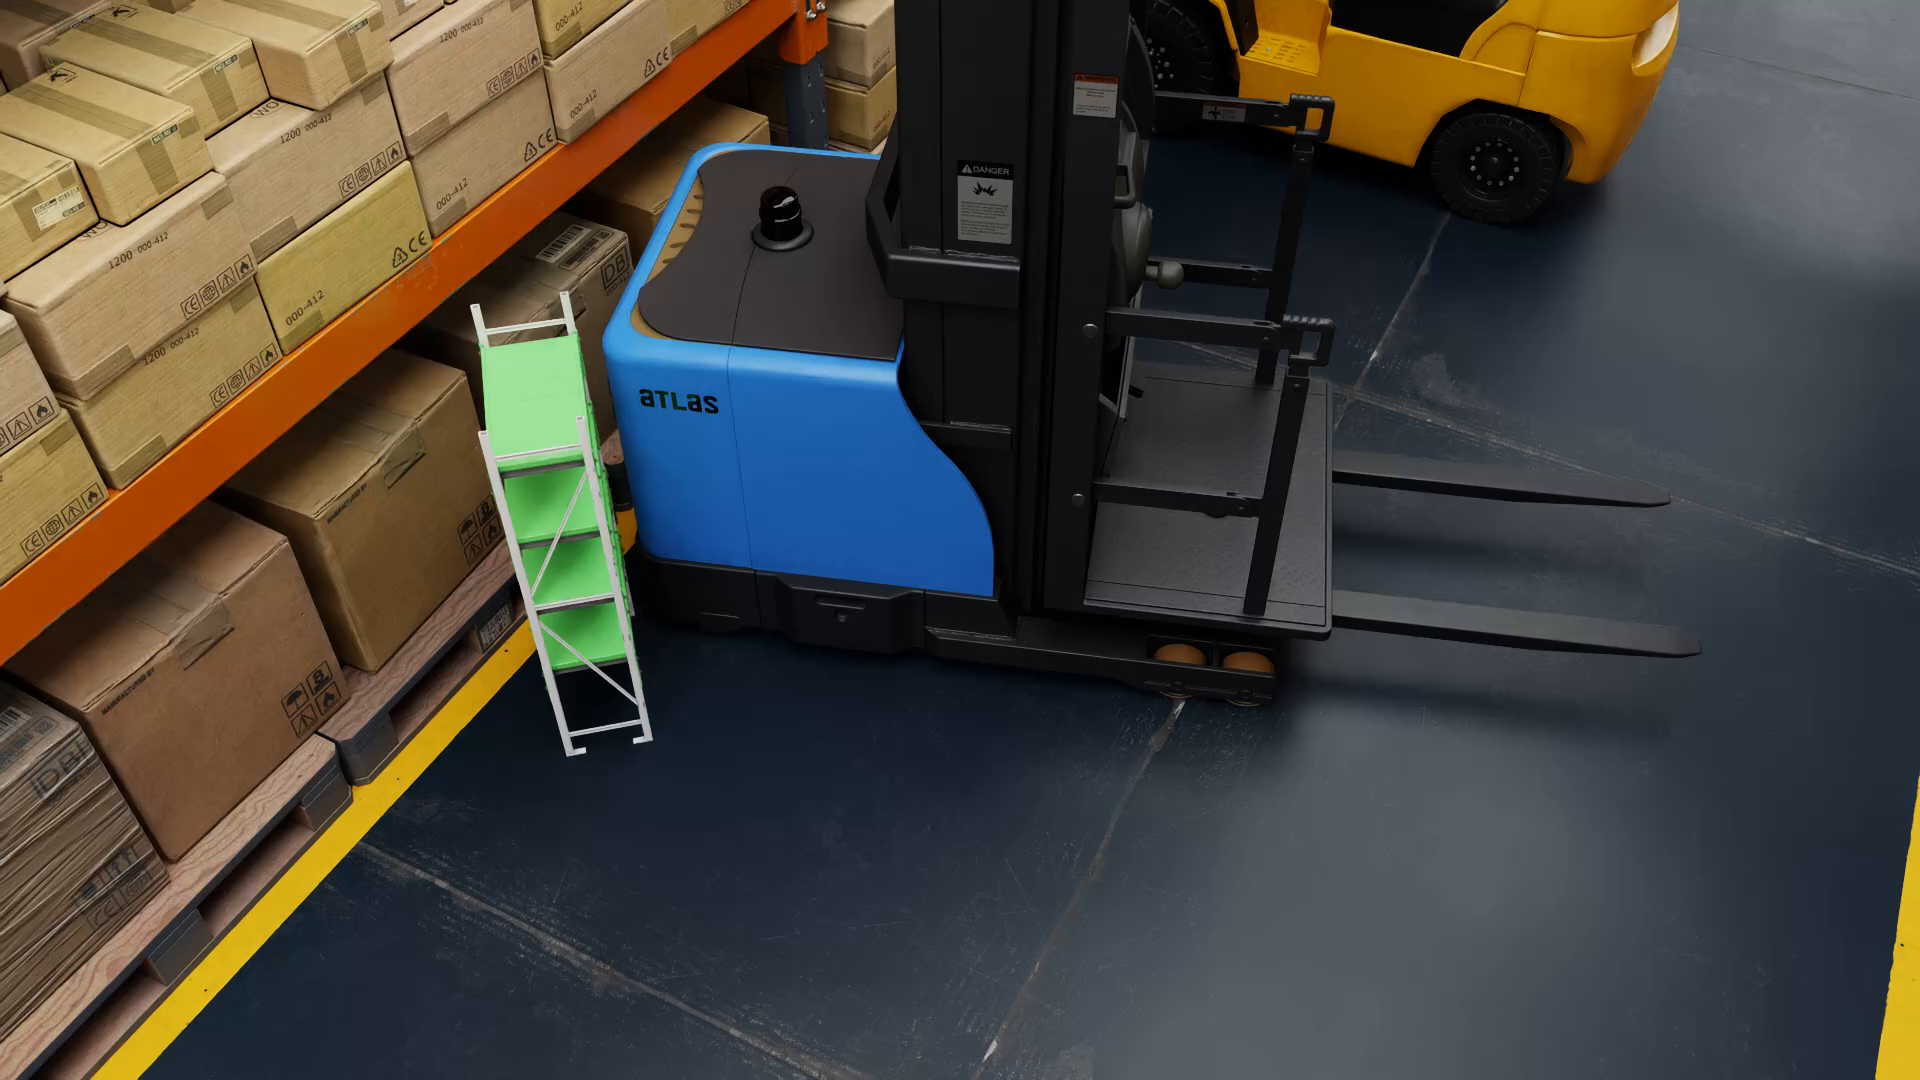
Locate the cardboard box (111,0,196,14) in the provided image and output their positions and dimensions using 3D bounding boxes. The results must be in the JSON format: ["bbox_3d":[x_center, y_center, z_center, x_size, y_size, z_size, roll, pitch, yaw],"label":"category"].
[{"bbox_3d":[-2.029,-1.324,3.923,0.380,0.149,0.250,21,49,19],"label":"cardboard box"}]

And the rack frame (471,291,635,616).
[{"bbox_3d":[-1.101,-0.178,4.583,0.240,1.200,0.015,-10,46,-10],"label":"rack frame"}]

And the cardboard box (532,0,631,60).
[{"bbox_3d":[-1.161,-1.559,4.436,0.500,0.250,0.500,19,48,18],"label":"cardboard box"}]

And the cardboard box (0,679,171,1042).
[{"bbox_3d":[-2.482,0.662,3.861,0.875,0.625,0.625,22,49,20],"label":"cardboard box"}]

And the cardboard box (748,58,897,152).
[{"bbox_3d":[-0.429,-1.716,6.124,0.500,0.250,0.500,20,49,19],"label":"cardboard box"}]

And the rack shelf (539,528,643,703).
[{"bbox_3d":[-1.043,0.204,4.632,0.258,0.148,0.480,-10,46,-10],"label":"rack shelf"}]

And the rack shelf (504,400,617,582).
[{"bbox_3d":[-1.043,-0.133,4.291,0.258,0.148,0.480,-10,46,-10],"label":"rack shelf"}]

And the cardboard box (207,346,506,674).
[{"bbox_3d":[-1.874,-0.176,4.690,0.875,0.625,0.625,19,48,17],"label":"cardboard box"}]

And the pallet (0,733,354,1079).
[{"bbox_3d":[-2.367,0.838,4.273,1.003,0.211,1.213,20,49,19],"label":"pallet"}]

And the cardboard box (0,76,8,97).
[{"bbox_3d":[-2.331,-1.018,3.620,0.380,0.149,0.250,20,49,18],"label":"cardboard box"}]

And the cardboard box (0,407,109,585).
[{"bbox_3d":[-2.124,-0.098,3.343,0.500,0.250,0.500,19,48,18],"label":"cardboard box"}]

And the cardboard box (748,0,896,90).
[{"bbox_3d":[-0.425,-1.890,5.944,0.500,0.250,0.500,20,49,18],"label":"cardboard box"}]

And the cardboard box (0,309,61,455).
[{"bbox_3d":[-2.128,-0.274,3.165,0.500,0.250,0.500,22,49,20],"label":"cardboard box"}]

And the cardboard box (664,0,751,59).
[{"bbox_3d":[-0.929,-1.700,4.927,0.500,0.250,0.500,22,49,20],"label":"cardboard box"}]

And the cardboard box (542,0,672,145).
[{"bbox_3d":[-1.158,-1.381,4.612,0.500,0.250,0.500,20,49,19],"label":"cardboard box"}]

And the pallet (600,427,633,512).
[{"bbox_3d":[-1.235,-0.699,5.793,1.003,0.211,1.213,20,49,19],"label":"pallet"}]

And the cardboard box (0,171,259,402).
[{"bbox_3d":[-1.869,-0.597,3.485,0.500,0.250,0.500,19,48,18],"label":"cardboard box"}]

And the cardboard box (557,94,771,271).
[{"bbox_3d":[-1.159,-1.137,5.639,0.875,0.625,0.625,23,50,21],"label":"cardboard box"}]

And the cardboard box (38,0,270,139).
[{"bbox_3d":[-1.750,-1.016,3.618,0.380,0.149,0.250,20,49,19],"label":"cardboard box"}]

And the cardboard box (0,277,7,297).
[{"bbox_3d":[-2.046,-0.511,3.120,0.380,0.149,0.250,21,49,19],"label":"cardboard box"}]

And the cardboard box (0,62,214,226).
[{"bbox_3d":[-1.785,-0.820,3.425,0.380,0.149,0.250,21,49,20],"label":"cardboard box"}]

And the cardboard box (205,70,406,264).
[{"bbox_3d":[-1.654,-0.927,3.812,0.500,0.250,0.500,21,49,20],"label":"cardboard box"}]

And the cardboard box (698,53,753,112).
[{"bbox_3d":[-0.883,-1.888,6.293,0.500,0.250,0.500,19,48,18],"label":"cardboard box"}]

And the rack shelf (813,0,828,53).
[{"bbox_3d":[0.001,-3.164,6.773,1.077,0.370,4.000,20,49,19],"label":"rack shelf"}]

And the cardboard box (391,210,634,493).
[{"bbox_3d":[-1.526,-0.651,5.158,0.875,0.625,0.625,20,49,19],"label":"cardboard box"}]

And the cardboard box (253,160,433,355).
[{"bbox_3d":[-1.648,-0.751,3.989,0.500,0.250,0.500,22,49,20],"label":"cardboard box"}]

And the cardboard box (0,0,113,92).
[{"bbox_3d":[-2.117,-1.145,3.746,0.380,0.149,0.250,22,49,20],"label":"cardboard box"}]

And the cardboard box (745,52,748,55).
[{"bbox_3d":[-0.870,-2.063,6.115,0.500,0.250,0.500,21,49,20],"label":"cardboard box"}]

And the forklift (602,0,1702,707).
[{"bbox_3d":[0.620,-0.961,4.139,3.031,2.935,1.130,6,46,6],"label":"forklift"}]

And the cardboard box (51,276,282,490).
[{"bbox_3d":[-1.891,-0.425,3.666,0.500,0.250,0.500,19,48,18],"label":"cardboard box"}]

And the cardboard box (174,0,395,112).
[{"bbox_3d":[-1.510,-1.124,3.725,0.380,0.149,0.250,19,48,18],"label":"cardboard box"}]

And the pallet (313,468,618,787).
[{"bbox_3d":[-1.800,0.072,5.030,1.003,0.211,1.213,20,49,19],"label":"pallet"}]

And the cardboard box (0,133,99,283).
[{"bbox_3d":[-1.955,-0.679,3.286,0.380,0.149,0.250,21,49,19],"label":"cardboard box"}]

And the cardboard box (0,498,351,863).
[{"bbox_3d":[-2.186,0.248,4.270,0.875,0.625,0.625,22,49,20],"label":"cardboard box"}]

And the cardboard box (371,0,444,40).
[{"bbox_3d":[-1.456,-1.316,3.916,0.380,0.149,0.250,21,49,19],"label":"cardboard box"}]

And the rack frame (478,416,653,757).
[{"bbox_3d":[-0.985,0.159,4.249,0.240,1.200,0.015,-10,46,-10],"label":"rack frame"}]

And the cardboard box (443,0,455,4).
[{"bbox_3d":[-1.335,-1.472,4.069,0.380,0.149,0.250,19,48,18],"label":"cardboard box"}]

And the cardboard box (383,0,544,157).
[{"bbox_3d":[-1.403,-1.239,4.120,0.500,0.250,0.500,21,49,20],"label":"cardboard box"}]

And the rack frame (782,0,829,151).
[{"bbox_3d":[-0.927,-2.156,5.272,1.000,3.000,0.127,20,49,19],"label":"rack frame"}]

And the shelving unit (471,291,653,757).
[{"bbox_3d":[-1.043,-0.010,4.416,0.258,1.200,0.503,-10,46,-10],"label":"shelving unit"}]

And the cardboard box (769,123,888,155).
[{"bbox_3d":[-0.409,-1.533,6.294,0.500,0.250,0.500,21,49,19],"label":"cardboard box"}]

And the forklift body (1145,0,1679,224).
[{"bbox_3d":[1.665,-2.581,6.289,2.313,2.155,1.214,20,49,19],"label":"forklift body"}]

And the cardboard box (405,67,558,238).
[{"bbox_3d":[-1.415,-1.079,4.313,0.500,0.250,0.500,21,49,19],"label":"cardboard box"}]

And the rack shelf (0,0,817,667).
[{"bbox_3d":[-1.856,-0.644,4.283,1.077,0.370,4.000,20,49,19],"label":"rack shelf"}]

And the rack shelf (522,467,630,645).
[{"bbox_3d":[-1.043,0.035,4.461,0.258,0.148,0.480,-10,46,-10],"label":"rack shelf"}]

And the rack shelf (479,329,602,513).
[{"bbox_3d":[-1.043,-0.302,4.120,0.258,0.148,0.480,-10,46,-10],"label":"rack shelf"}]
